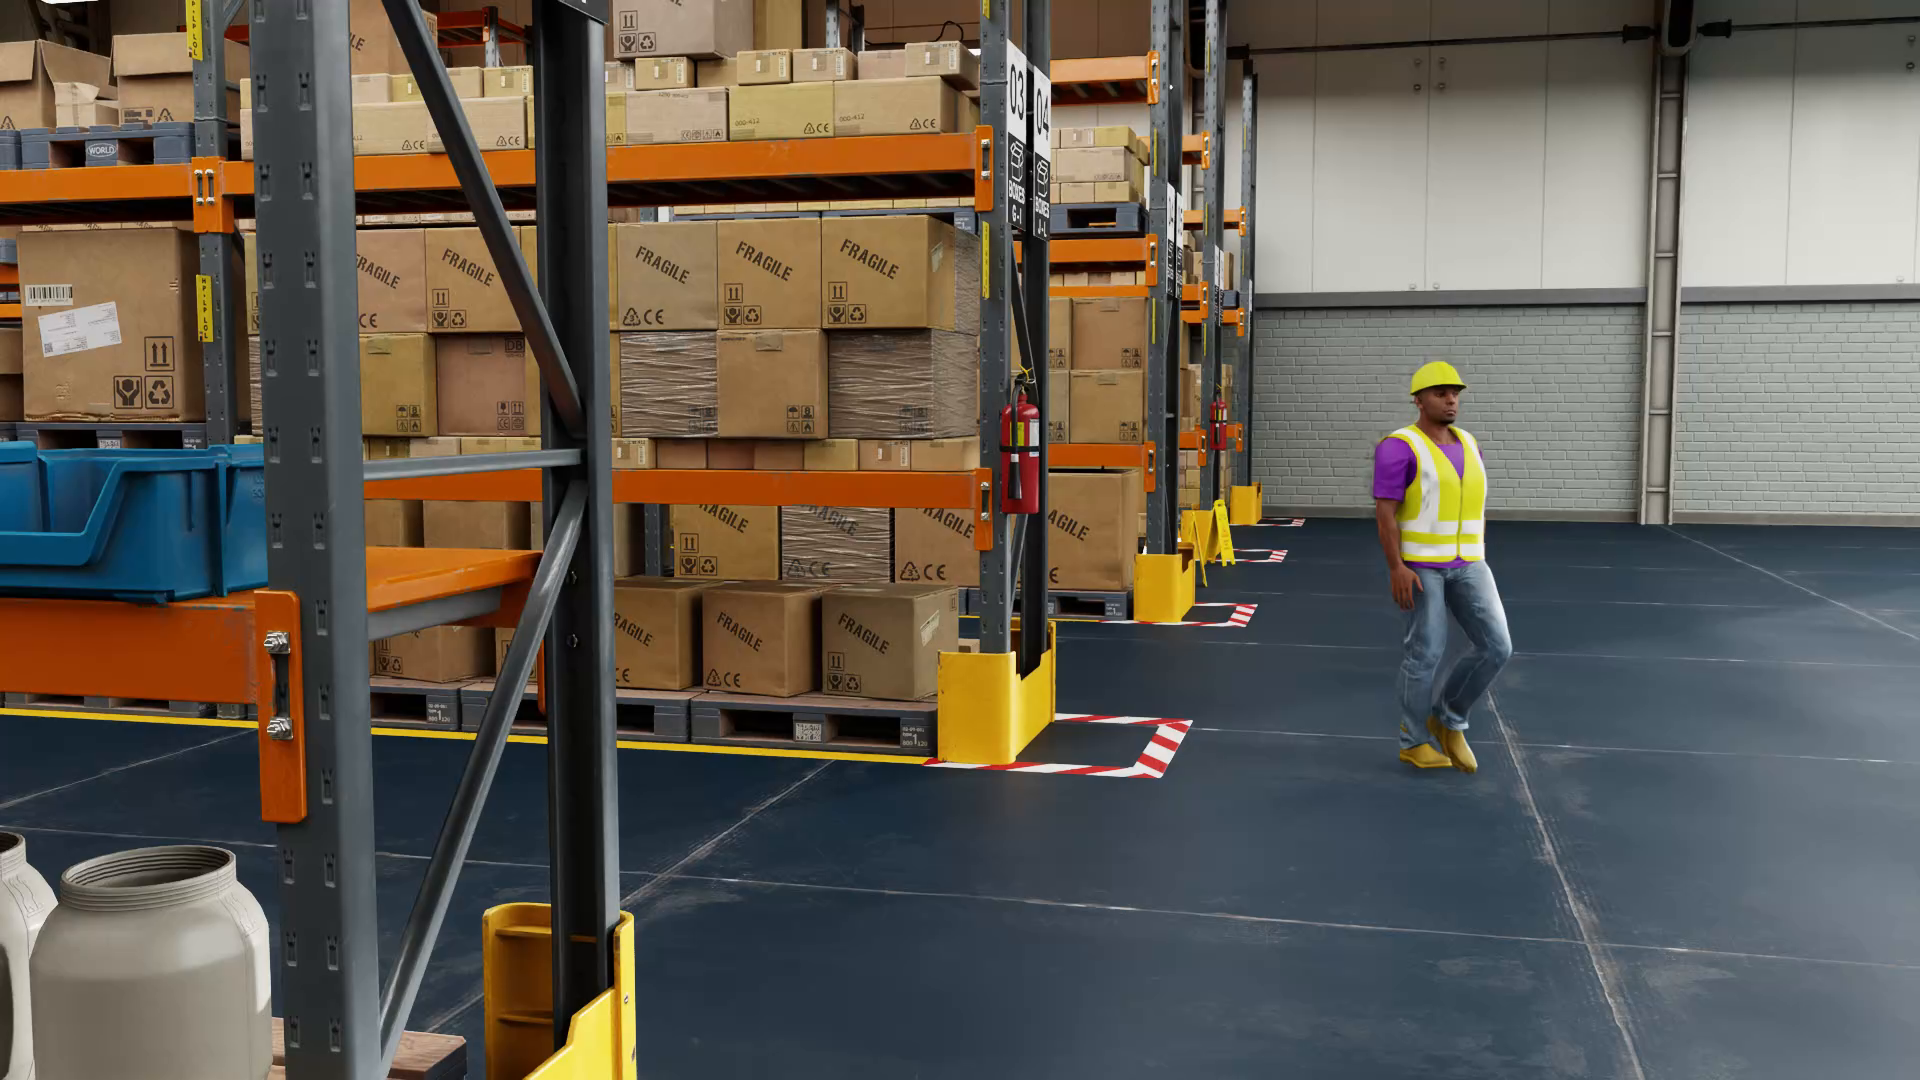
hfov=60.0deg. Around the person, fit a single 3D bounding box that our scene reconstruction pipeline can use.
[{"bbox_3d":[2.084,0.130,7.160,0.607,1.793,0.463,-2,5,-22],"label":"person"}]
